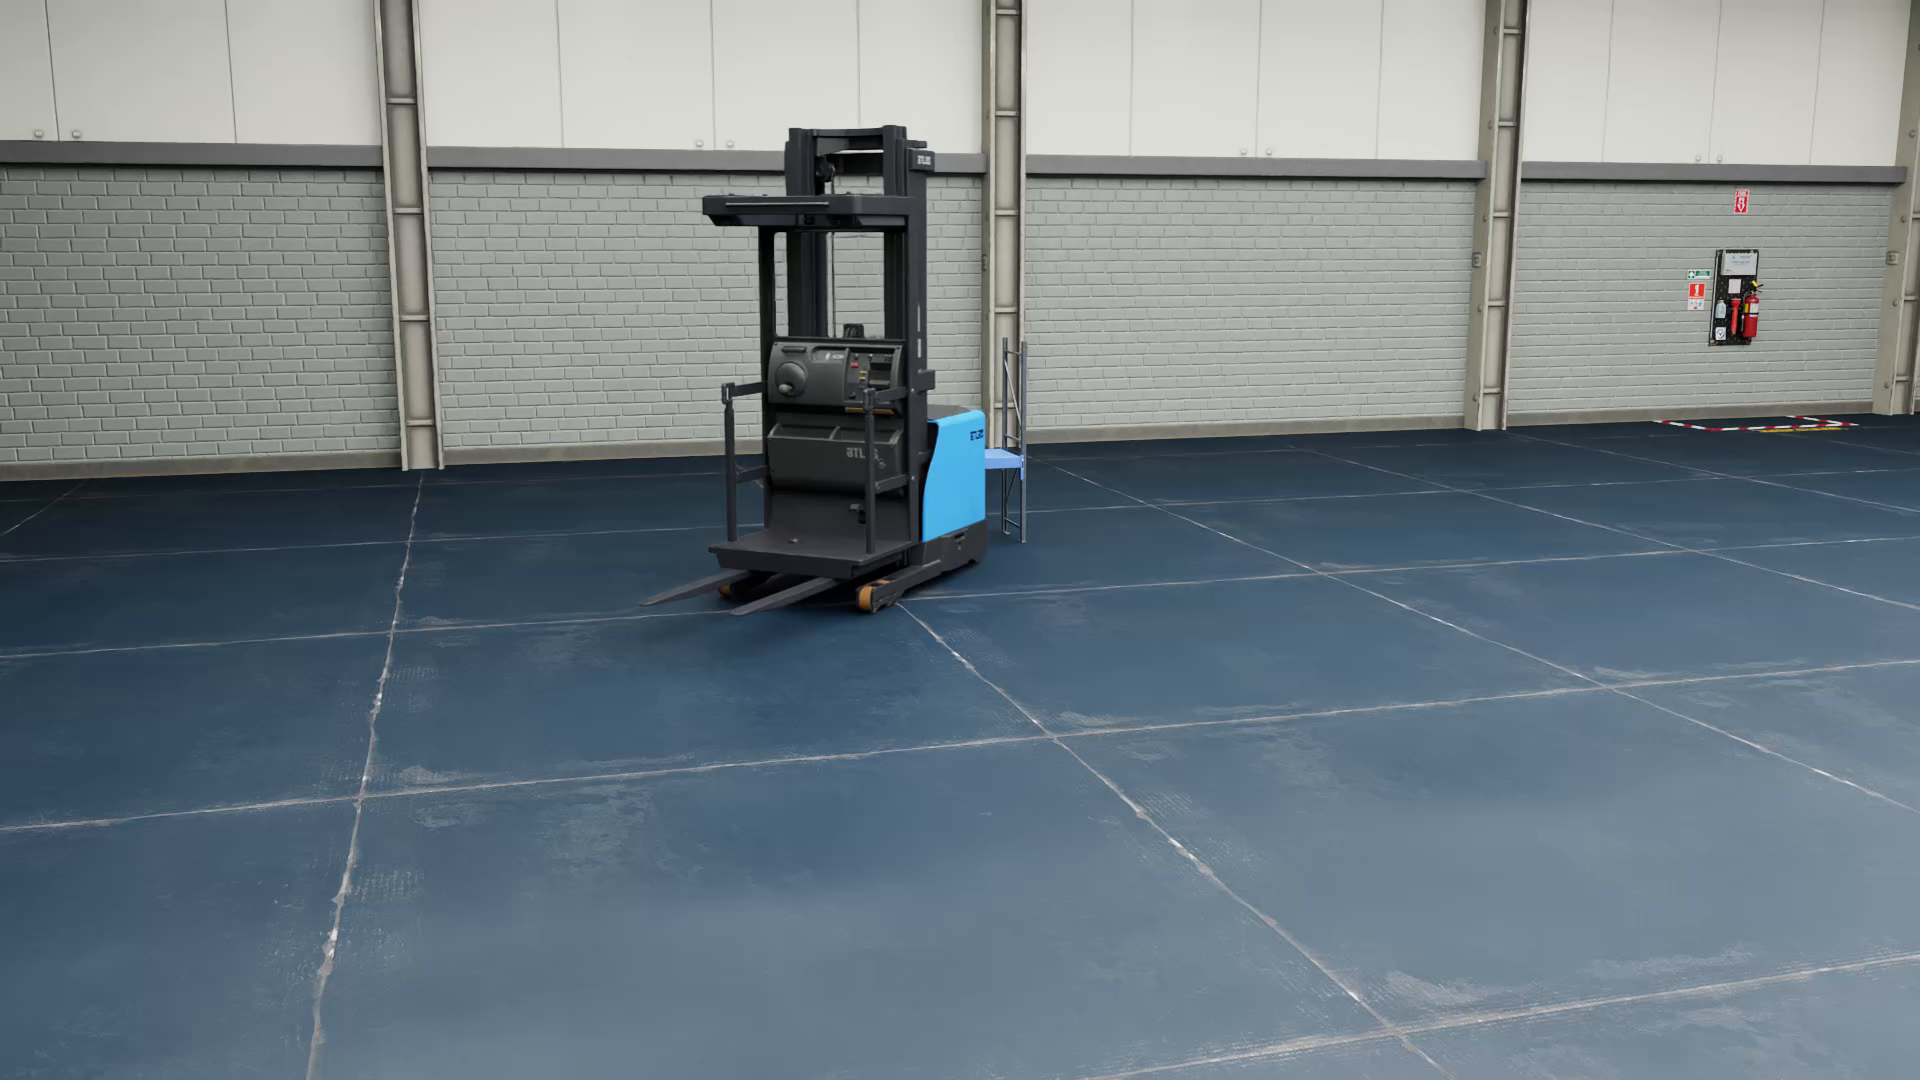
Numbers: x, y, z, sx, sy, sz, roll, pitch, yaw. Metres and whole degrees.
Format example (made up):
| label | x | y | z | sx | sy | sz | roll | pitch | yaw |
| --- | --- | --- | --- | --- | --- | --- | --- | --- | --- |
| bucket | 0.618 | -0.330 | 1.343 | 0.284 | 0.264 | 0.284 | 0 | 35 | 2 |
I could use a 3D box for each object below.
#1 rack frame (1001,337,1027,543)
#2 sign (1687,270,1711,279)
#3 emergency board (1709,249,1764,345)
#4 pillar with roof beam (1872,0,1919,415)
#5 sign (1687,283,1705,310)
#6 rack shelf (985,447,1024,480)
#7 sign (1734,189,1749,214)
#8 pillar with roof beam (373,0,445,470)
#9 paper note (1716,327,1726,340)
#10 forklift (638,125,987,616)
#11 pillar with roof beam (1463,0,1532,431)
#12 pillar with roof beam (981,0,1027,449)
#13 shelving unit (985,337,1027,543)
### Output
| label | x | y | z | sx | sy | sz | roll | pitch | yaw |
| --- | --- | --- | --- | --- | --- | --- | --- | --- | --- |
| rack frame | 0.406 | -0.759 | 12.527 | 0.032 | 1.500 | 0.500 | -3 | 11 | -16 |
| sign | 9.045 | -3.250 | 20.351 | 0.331 | 0.109 | 0.001 | -3 | 11 | -16 |
| emergency board | 9.598 | -2.983 | 20.464 | 0.643 | 1.169 | 0.194 | -3 | 11 | -16 |
| pillar with roof beam | 13.185 | -5.303 | 16.499 | 0.400 | 9.000 | 9.100 | -3 | 11 | -16 |
| sign | 9.038 | -2.990 | 20.406 | 0.234 | 0.329 | 0.001 | -3 | 11 | -16 |
| rack shelf | -0.082 | -0.556 | 12.420 | 1.000 | 0.185 | 0.538 | -3 | 11 | -16 |
| sign | 9.562 | -4.140 | 20.346 | 0.199 | 0.298 | 0.001 | -3 | 11 | -16 |
| pillar with roof beam | -4.098 | -4.392 | 11.551 | 0.400 | 9.000 | 9.100 | -3 | 11 | -16 |
| paper note | 9.409 | -2.553 | 20.560 | 0.142 | 0.148 | 0.016 | -3 | 11 | -16 |
| forklift | -0.883 | -1.087 | 10.356 | 1.130 | 2.935 | 3.031 | 5 | 11 | 24 |
| pillar with roof beam | 7.424 | -5.000 | 14.849 | 0.400 | 9.000 | 9.100 | -3 | 11 | -16 |
| pillar with roof beam | 1.663 | -4.696 | 13.200 | 0.400 | 9.000 | 9.100 | -3 | 11 | -16 |
| shelving unit | -0.082 | -0.733 | 12.387 | 1.048 | 1.500 | 0.538 | -3 | 11 | -16 |
